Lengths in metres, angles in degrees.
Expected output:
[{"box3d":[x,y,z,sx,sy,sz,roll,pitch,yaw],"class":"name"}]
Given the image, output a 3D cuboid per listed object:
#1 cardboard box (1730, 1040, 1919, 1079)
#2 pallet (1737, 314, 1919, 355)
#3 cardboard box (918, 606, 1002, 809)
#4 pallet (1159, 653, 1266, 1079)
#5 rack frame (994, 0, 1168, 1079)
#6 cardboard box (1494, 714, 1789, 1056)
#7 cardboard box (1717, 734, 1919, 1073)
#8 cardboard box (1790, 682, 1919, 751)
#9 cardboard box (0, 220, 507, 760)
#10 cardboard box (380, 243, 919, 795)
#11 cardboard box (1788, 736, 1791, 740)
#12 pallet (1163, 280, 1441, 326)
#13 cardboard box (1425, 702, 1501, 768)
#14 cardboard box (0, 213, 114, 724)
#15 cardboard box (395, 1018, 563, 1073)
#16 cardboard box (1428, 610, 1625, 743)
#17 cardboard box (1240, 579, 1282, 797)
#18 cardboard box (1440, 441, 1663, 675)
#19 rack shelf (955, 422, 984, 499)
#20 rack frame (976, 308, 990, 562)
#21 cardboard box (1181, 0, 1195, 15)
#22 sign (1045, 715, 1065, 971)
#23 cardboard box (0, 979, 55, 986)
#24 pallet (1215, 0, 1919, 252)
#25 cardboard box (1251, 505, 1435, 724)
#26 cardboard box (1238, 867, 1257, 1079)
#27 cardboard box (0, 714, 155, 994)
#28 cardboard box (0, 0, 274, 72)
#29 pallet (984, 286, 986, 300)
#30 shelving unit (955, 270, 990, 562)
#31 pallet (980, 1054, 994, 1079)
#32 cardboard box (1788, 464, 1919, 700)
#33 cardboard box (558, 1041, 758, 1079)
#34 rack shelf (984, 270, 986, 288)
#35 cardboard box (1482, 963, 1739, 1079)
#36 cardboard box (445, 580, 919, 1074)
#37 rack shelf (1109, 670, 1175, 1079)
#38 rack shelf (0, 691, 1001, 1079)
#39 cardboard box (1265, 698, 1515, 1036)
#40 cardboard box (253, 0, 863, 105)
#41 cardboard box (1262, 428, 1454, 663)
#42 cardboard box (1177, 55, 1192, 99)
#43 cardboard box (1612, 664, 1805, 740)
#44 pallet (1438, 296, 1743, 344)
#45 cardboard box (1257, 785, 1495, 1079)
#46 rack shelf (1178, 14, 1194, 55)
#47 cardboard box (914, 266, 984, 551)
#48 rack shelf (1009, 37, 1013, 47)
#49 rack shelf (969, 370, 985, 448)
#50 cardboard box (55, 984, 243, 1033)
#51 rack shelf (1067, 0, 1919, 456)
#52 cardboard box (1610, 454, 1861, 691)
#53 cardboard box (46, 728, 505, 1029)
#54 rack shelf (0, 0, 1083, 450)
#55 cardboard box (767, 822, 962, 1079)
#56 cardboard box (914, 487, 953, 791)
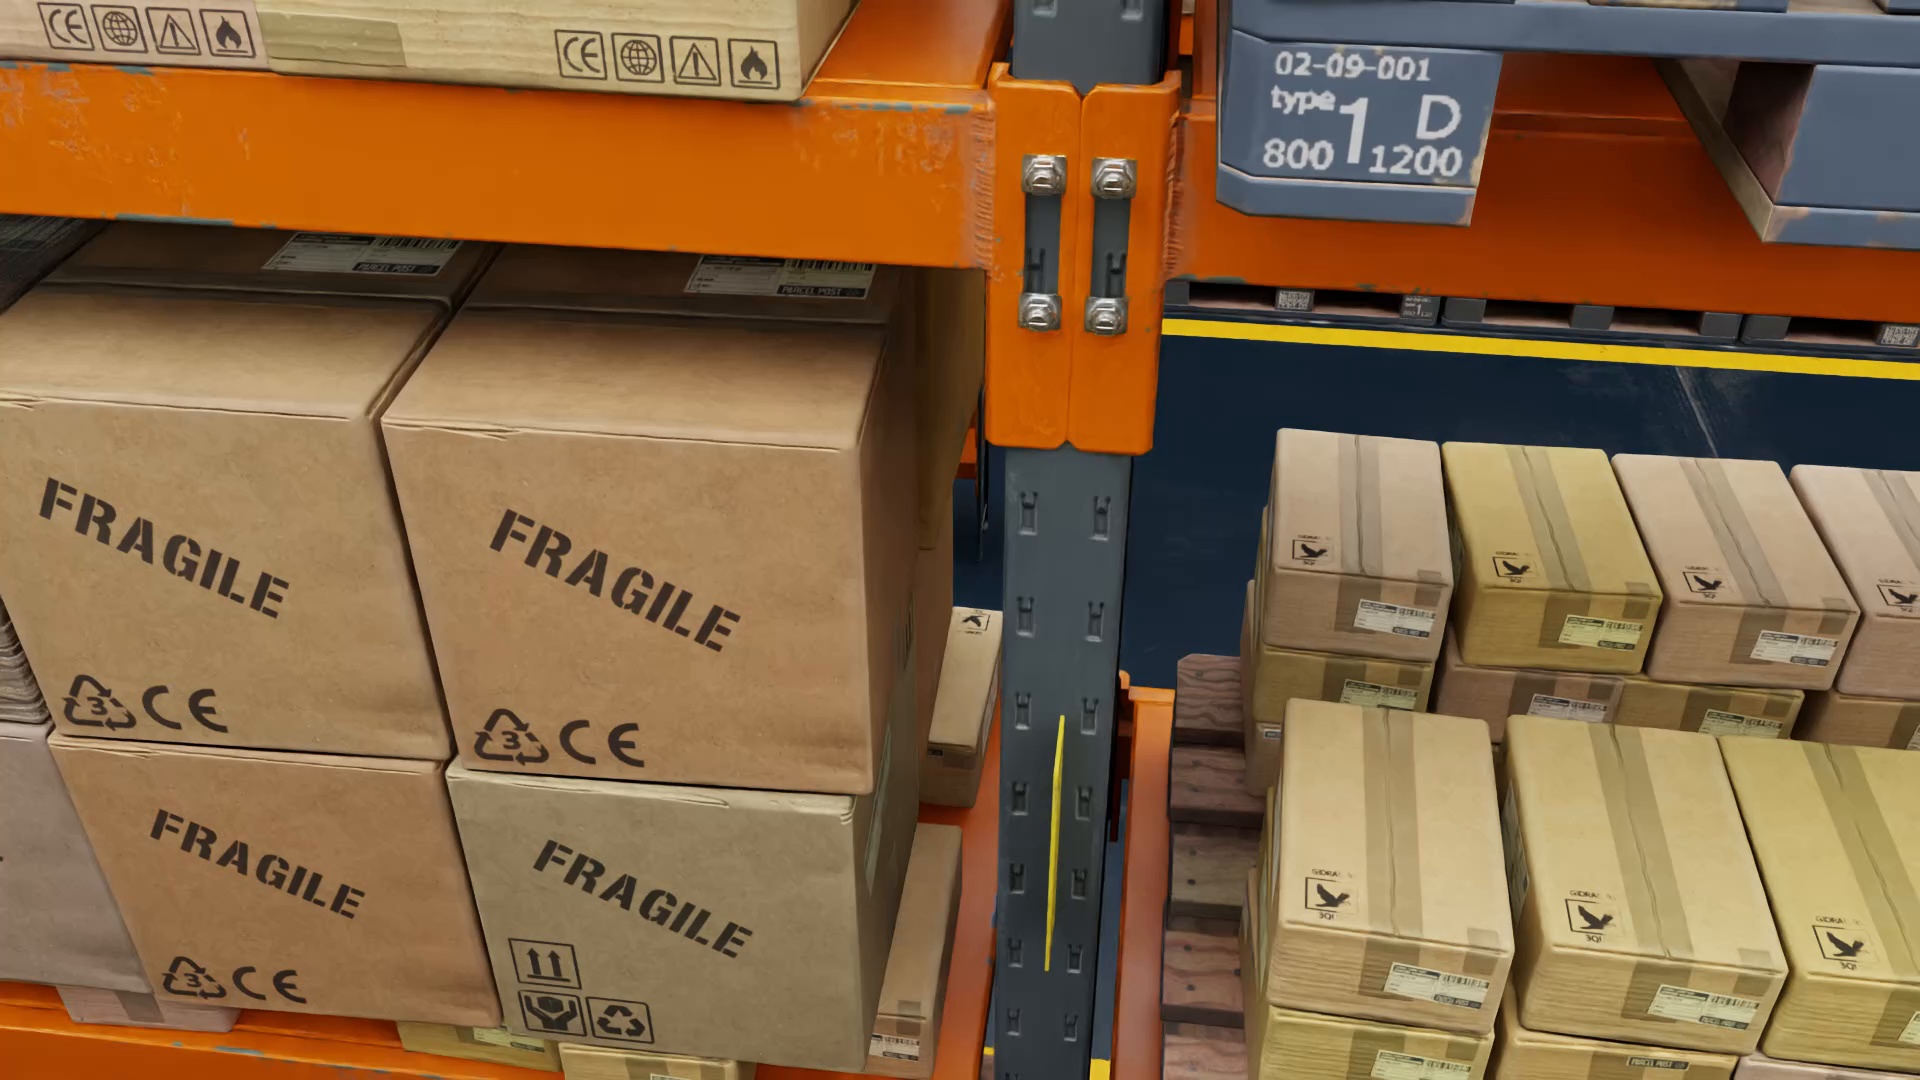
[{"box3d":[1.017,0.535,2.018,0.250,0.149,0.380,5,36,7],"class":"cardboard box"},{"box3d":[3.896,-1.137,7.162,1.213,0.211,1.003,4,36,6],"class":"pallet"},{"box3d":[-0.068,0.286,2.983,0.250,0.149,0.380,6,36,8],"class":"cardboard box"},{"box3d":[0.911,0.612,2.476,1.213,0.211,1.003,4,36,6],"class":"pallet"},{"box3d":[0.171,0.395,2.614,0.053,2.616,0.949,4,36,6],"class":"rack frame"},{"box3d":[0.781,0.394,1.959,0.250,0.149,0.380,5,36,7],"class":"cardboard box"},{"box3d":[1.035,0.414,1.930,0.250,0.149,0.380,5,36,6],"class":"cardboard box"},{"box3d":[1.370,0.176,2.520,0.250,0.149,0.380,3,36,4],"class":"cardboard box"},{"box3d":[-0.843,-0.090,2.091,0.500,0.500,0.500,3,36,4],"class":"cardboard box"},{"box3d":[-0.329,-0.054,2.041,0.500,0.500,0.500,3,36,4],"class":"cardboard box"},{"box3d":[1.344,0.297,2.606,0.250,0.149,0.380,3,36,4],"class":"cardboard box"},{"box3d":[1.476,-1.318,7.415,1.213,0.211,1.003,4,36,6],"class":"pallet"},{"box3d":[0.848,0.259,2.660,0.250,0.149,0.380,4,36,6],"class":"cardboard box"},{"box3d":[-1.349,-0.136,2.155,0.500,0.500,0.500,5,36,7],"class":"cardboard box"},{"box3d":[-0.669,0.599,2.545,0.250,0.149,0.380,6,36,8],"class":"cardboard box"},{"box3d":[0.853,0.138,2.573,0.250,0.149,0.380,4,36,6],"class":"cardboard box"},{"box3d":[0.590,0.240,2.686,0.250,0.149,0.380,3,36,5],"class":"cardboard box"},{"box3d":[0.861,0.019,2.484,0.250,0.149,0.380,3,36,5],"class":"cardboard box"},{"box3d":[-0.164,-0.284,5.573,0.480,0.148,0.258,4,36,6],"class":"rack shelf"},{"box3d":[0.078,-0.483,5.393,0.015,1.200,0.240,4,36,6],"class":"rack frame"},{"box3d":[1.104,-2.221,6.408,0.500,0.250,0.500,3,36,5],"class":"cardboard box"},{"box3d":[0.110,0.354,1.926,0.005,0.325,0.100,4,36,6],"class":"sign"},{"box3d":[-1.440,0.513,2.665,0.250,0.149,0.380,4,36,5],"class":"cardboard box"},{"box3d":[0.770,-0.644,1.650,1.003,0.211,1.213,4,36,6],"class":"pallet"},{"box3d":[0.591,0.119,2.600,0.250,0.149,0.380,5,36,7],"class":"cardboard box"},{"box3d":[0.503,0.619,2.156,0.250,0.149,0.380,3,36,4],"class":"cardboard box"},{"box3d":[-1.353,0.282,2.431,0.500,0.500,0.500,4,36,6],"class":"cardboard box"},{"box3d":[-0.844,-0.691,1.683,0.500,0.250,0.500,4,36,6],"class":"cardboard box"},{"box3d":[-0.043,-1.433,7.576,1.213,0.211,1.003,4,36,6],"class":"pallet"},{"box3d":[-0.164,-0.501,5.419,0.503,1.200,0.258,4,36,6],"class":"shelving unit"},{"box3d":[-0.499,1.499,3.468,1.213,0.211,1.003,4,36,6],"class":"pallet"},{"box3d":[1.377,0.059,2.428,0.250,0.149,0.380,4,36,6],"class":"cardboard box"},{"box3d":[-0.411,0.653,2.469,0.250,0.149,0.380,3,36,5],"class":"cardboard box"},{"box3d":[-0.164,-0.820,5.190,0.480,0.148,0.258,4,36,6],"class":"rack shelf"},{"box3d":[0.761,0.516,2.044,0.250,0.149,0.380,4,36,5],"class":"cardboard box"},{"box3d":[-0.345,0.358,2.323,0.500,0.500,0.500,4,36,6],"class":"cardboard box"},{"box3d":[2.155,0.834,2.618,4.000,0.370,1.077,4,36,6],"class":"rack shelf"},{"box3d":[-1.813,0.538,3.033,4.000,0.370,1.077,4,36,6],"class":"rack shelf"},{"box3d":[0.503,0.377,1.983,0.250,0.149,0.380,6,36,8],"class":"cardboard box"},{"box3d":[-0.350,-0.647,1.622,0.500,0.250,0.500,5,36,7],"class":"cardboard box"},{"box3d":[0.594,0.000,2.511,0.250,0.149,0.380,6,36,8],"class":"cardboard box"},{"box3d":[1.327,-1.773,7.119,0.875,0.875,0.875,5,36,7],"class":"cardboard box"},{"box3d":[1.098,0.158,2.545,0.250,0.149,0.380,6,36,8],"class":"cardboard box"},{"box3d":[2.690,-1.229,7.290,1.213,0.211,1.003,4,36,6],"class":"pallet"},{"box3d":[0.503,0.498,2.069,0.250,0.149,0.380,5,36,7],"class":"cardboard box"},{"box3d":[2.685,-2.026,6.625,4.000,0.370,1.077,4,36,6],"class":"rack shelf"},{"box3d":[-0.245,-0.349,2.454,0.500,0.500,0.500,5,36,7],"class":"cardboard box"},{"box3d":[-1.282,-2.322,7.040,4.000,0.370,1.077,4,36,6],"class":"rack shelf"},{"box3d":[-0.164,-0.446,5.458,0.480,0.148,0.258,4,36,6],"class":"rack shelf"},{"box3d":[-1.195,0.563,2.596,0.250,0.149,0.380,3,36,4],"class":"cardboard box"},{"box3d":[2.155,-0.387,1.747,4.000,0.370,1.077,4,36,6],"class":"rack shelf"},{"box3d":[1.117,0.039,2.455,0.250,0.149,0.380,3,36,4],"class":"cardboard box"},{"box3d":[-0.859,0.319,2.378,0.500,0.500,0.500,3,36,5],"class":"cardboard box"},{"box3d":[-1.813,-0.683,2.162,4.000,0.370,1.077,4,36,6],"class":"rack shelf"},{"box3d":[-0.142,0.609,2.530,0.250,0.149,0.380,4,36,5],"class":"cardboard box"},{"box3d":[-0.288,0.050,2.756,0.500,0.500,0.500,4,36,5],"class":"cardboard box"}]
